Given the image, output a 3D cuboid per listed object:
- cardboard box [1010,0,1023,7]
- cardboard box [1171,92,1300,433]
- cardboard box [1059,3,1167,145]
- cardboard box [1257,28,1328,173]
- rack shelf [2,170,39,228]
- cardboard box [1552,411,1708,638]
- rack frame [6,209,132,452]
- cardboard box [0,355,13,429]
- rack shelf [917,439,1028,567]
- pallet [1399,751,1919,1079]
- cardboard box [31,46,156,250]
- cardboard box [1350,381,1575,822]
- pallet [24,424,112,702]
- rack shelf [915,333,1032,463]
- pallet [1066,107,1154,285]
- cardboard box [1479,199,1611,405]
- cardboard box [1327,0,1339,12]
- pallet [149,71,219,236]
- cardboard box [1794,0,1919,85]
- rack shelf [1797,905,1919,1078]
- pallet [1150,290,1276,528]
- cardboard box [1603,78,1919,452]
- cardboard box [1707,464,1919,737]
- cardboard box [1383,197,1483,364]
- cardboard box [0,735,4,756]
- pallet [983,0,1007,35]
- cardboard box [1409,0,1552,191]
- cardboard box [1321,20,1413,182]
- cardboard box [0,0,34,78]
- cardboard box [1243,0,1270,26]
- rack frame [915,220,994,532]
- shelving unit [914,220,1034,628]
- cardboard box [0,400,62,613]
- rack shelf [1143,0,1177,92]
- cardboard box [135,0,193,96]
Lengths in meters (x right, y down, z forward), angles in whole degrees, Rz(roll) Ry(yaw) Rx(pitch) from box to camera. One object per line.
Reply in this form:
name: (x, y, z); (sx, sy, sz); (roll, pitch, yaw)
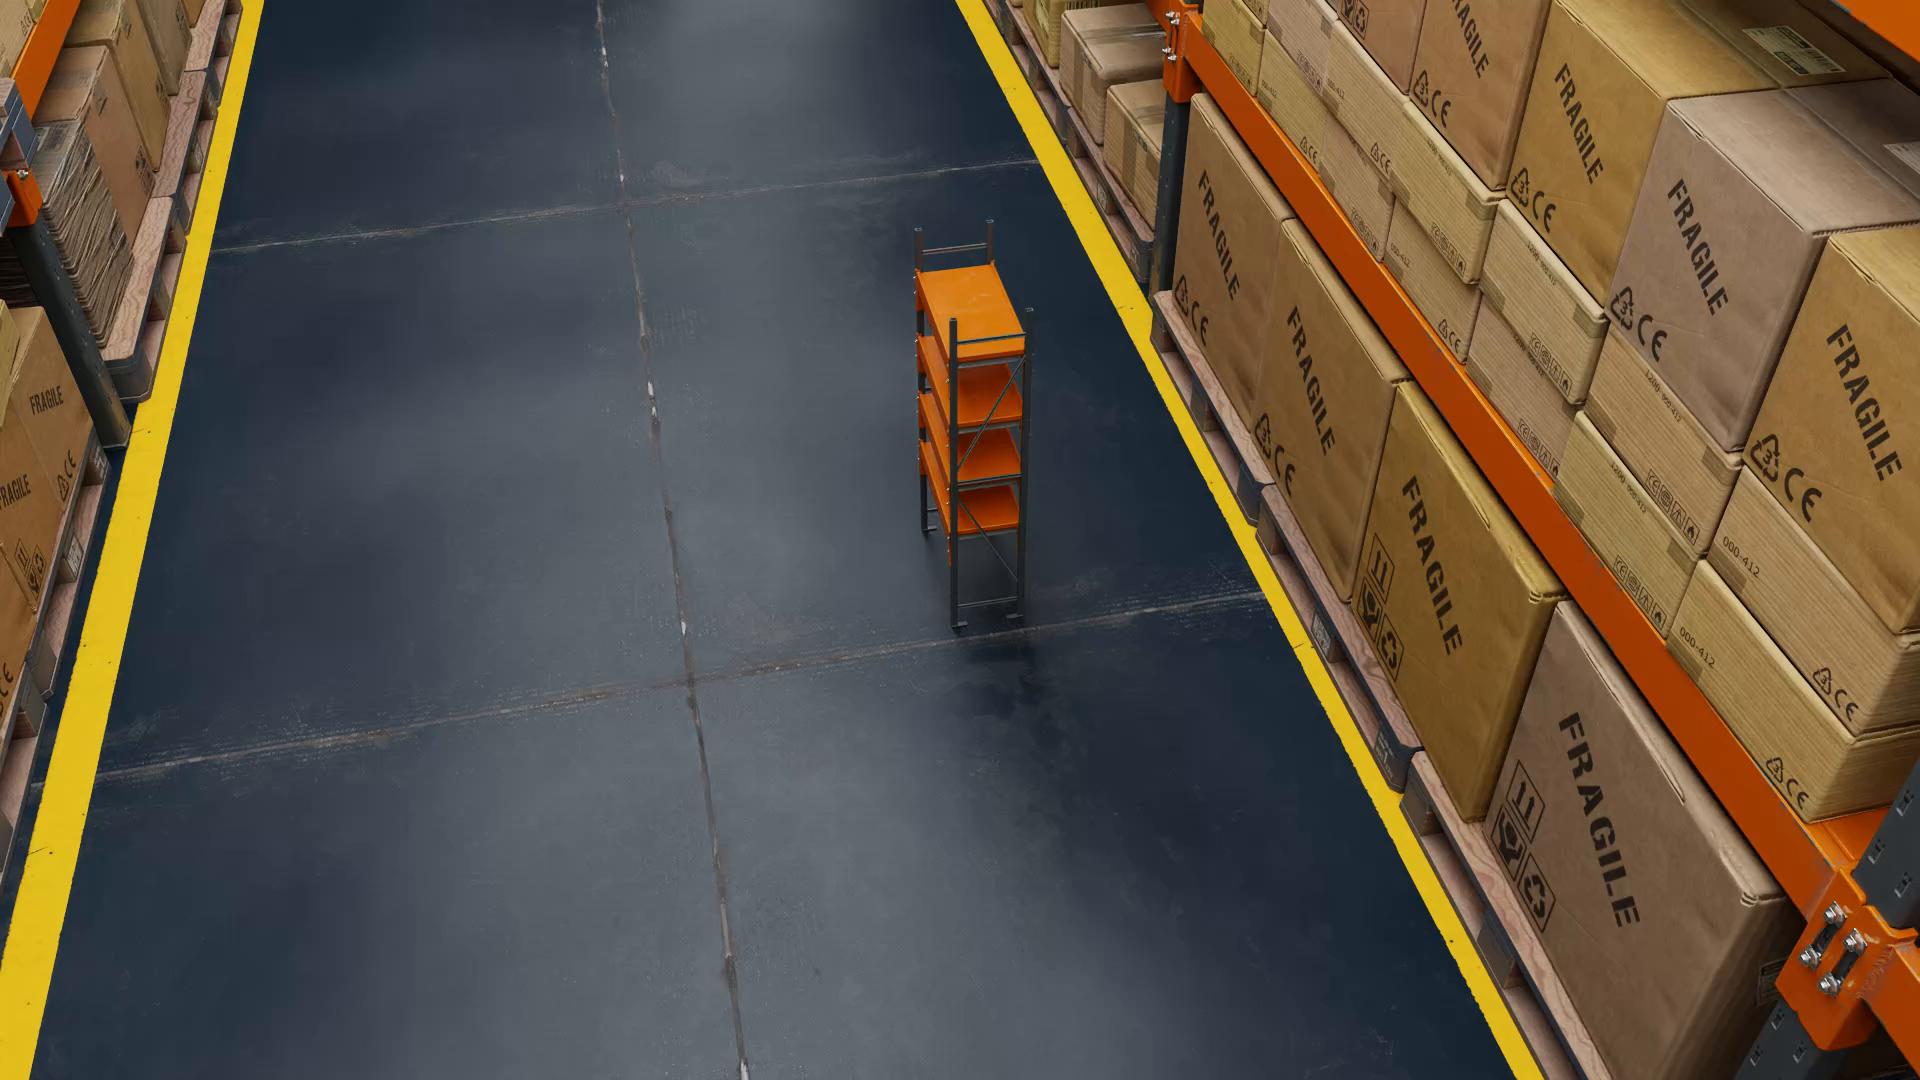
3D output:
cardboard box: (0.686, -3.103, 8.649); (0.950, 0.372, 0.625); (-6, 42, -7)
cardboard box: (1.343, -1.044, 5.951); (0.875, 0.875, 0.875); (-9, 42, -10)
cardboard box: (0.996, -2.160, 7.587); (0.950, 0.372, 0.625); (-9, 42, -10)
cardboard box: (1.264, -1.401, 5.182); (0.500, 0.250, 0.500); (-9, 42, -11)
rack shelf: (-3.139, 0.138, 3.877); (1.077, 0.370, 4.000); (-8, 42, -9)
cardboard box: (1.687, -0.077, 3.690); (0.500, 0.250, 0.500); (-9, 42, -10)
rack frame: (-3.570, -1.427, 5.098); (1.000, 3.000, 0.127); (-8, 42, -9)
cardboard box: (-3.127, -0.436, 5.059); (0.380, 0.149, 0.250); (-10, 43, -12)
rack shelf: (0.036, -0.143, 5.407); (0.258, 0.148, 0.480); (-8, 42, -9)
pallet: (1.899, 1.005, 4.458); (1.003, 0.211, 1.213); (-8, 42, -9)
cardboard box: (-3.840, -1.525, 6.681); (0.875, 0.625, 0.625); (-7, 42, -8)
cardboard box: (1.724, 0.115, 4.646); (0.875, 0.875, 0.875); (-7, 42, -8)
pallet: (-3.446, 0.105, 5.473); (1.003, 0.211, 1.213); (-8, 42, -9)
rack shelf: (0.036, -0.458, 5.127); (0.258, 0.148, 0.480); (-8, 42, -9)
pallet: (1.108, -1.605, 7.399); (1.003, 0.211, 1.213); (-8, 42, -9)
cardboard box: (1.573, -0.588, 3.889); (0.500, 0.250, 0.500); (-7, 42, -8)
cardboard box: (1.260, -1.877, 4.777); (0.500, 0.500, 0.500); (-8, 42, -9)
pallet: (-3.970, -1.713, 7.521); (1.003, 0.211, 1.213); (-8, 42, -9)
cardboard box: (2.082, -0.937, 3.718); (0.500, 0.500, 0.500); (-9, 42, -10)
rack shelf: (2.571, 2.017, 1.760); (1.077, 0.370, 4.000); (-8, 42, -9)
pallet: (1.372, -0.576, 6.240); (1.003, 0.211, 1.213); (-8, 42, -9)
cardboard box: (1.678, -0.547, 3.279); (0.500, 0.500, 0.500); (-8, 42, -8)
cardboard box: (1.806, 0.070, 3.148); (0.500, 0.250, 0.500); (-8, 42, -9)
cardboard box: (1.481, -0.741, 4.438); (0.500, 0.250, 0.500); (-8, 42, -9)
cardboard box: (-2.926, 0.593, 4.390); (0.500, 0.500, 0.500); (-10, 43, -11)
pallet: (0.582, -3.187, 9.181); (1.003, 0.211, 1.213); (-8, 42, -9)
cardboard box: (1.462, -1.212, 4.028); (0.500, 0.500, 0.500); (-8, 42, -9)
cardboard box: (1.350, -1.248, 4.633); (0.500, 0.250, 0.500); (-8, 42, -9)
cardboard box: (-3.428, -1.694, 5.512); (0.500, 0.250, 0.500); (-8, 42, -9)
cardboard box: (1.144, -1.908, 5.376); (0.500, 0.250, 0.500); (-9, 42, -10)
rack frame: (-0.017, -0.500, 5.409); (0.240, 1.200, 0.015); (-8, 42, -9)
shelving unit: (0.036, -0.341, 5.231); (0.258, 1.200, 0.503); (-8, 42, -9)
cardboard box: (-3.171, -0.080, 5.148); (0.500, 0.500, 0.500); (-9, 42, -10)
rack shelf: (0.844, -3.168, 7.602); (1.077, 0.370, 4.000); (-8, 42, -9)
cardboard box: (-4.150, -2.448, 7.721); (0.875, 0.625, 0.625); (-9, 42, -10)
